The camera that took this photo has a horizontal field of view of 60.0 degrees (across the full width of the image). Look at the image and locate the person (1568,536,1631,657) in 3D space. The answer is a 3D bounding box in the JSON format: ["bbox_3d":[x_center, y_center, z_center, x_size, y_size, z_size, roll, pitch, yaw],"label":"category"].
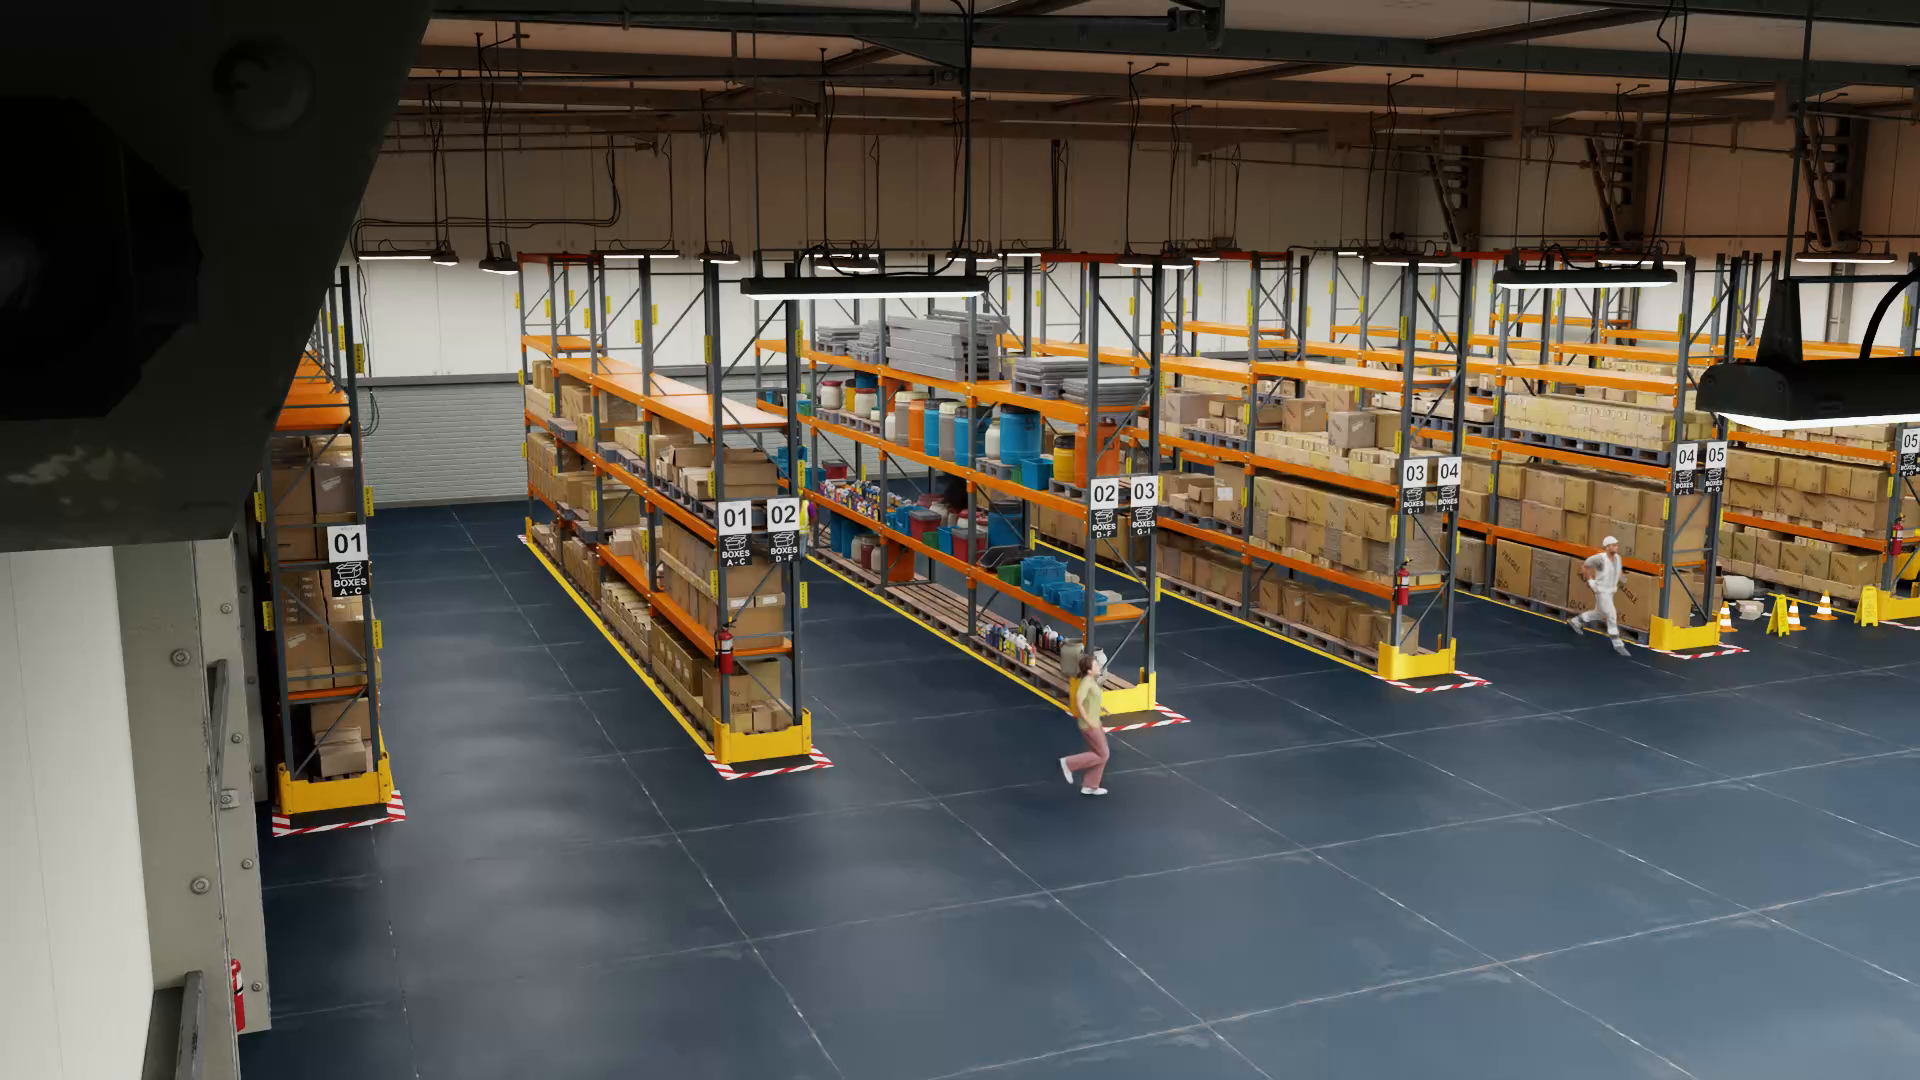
[{"bbox_3d":[9.934,0.817,25.671,0.613,1.810,1.143,-8,13,-37],"label":"person"}]

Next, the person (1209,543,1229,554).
[{"bbox_3d":[5.033,-0.247,32.084,0.551,1.559,0.610,-5,11,-24],"label":"person"}]

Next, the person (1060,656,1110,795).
[{"bbox_3d":[1.435,2.120,18.995,0.563,1.626,0.616,1,10,7],"label":"person"}]

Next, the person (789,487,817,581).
[{"bbox_3d":[-2.897,-0.098,29.940,0.664,1.756,0.712,-3,11,-17],"label":"person"}]
